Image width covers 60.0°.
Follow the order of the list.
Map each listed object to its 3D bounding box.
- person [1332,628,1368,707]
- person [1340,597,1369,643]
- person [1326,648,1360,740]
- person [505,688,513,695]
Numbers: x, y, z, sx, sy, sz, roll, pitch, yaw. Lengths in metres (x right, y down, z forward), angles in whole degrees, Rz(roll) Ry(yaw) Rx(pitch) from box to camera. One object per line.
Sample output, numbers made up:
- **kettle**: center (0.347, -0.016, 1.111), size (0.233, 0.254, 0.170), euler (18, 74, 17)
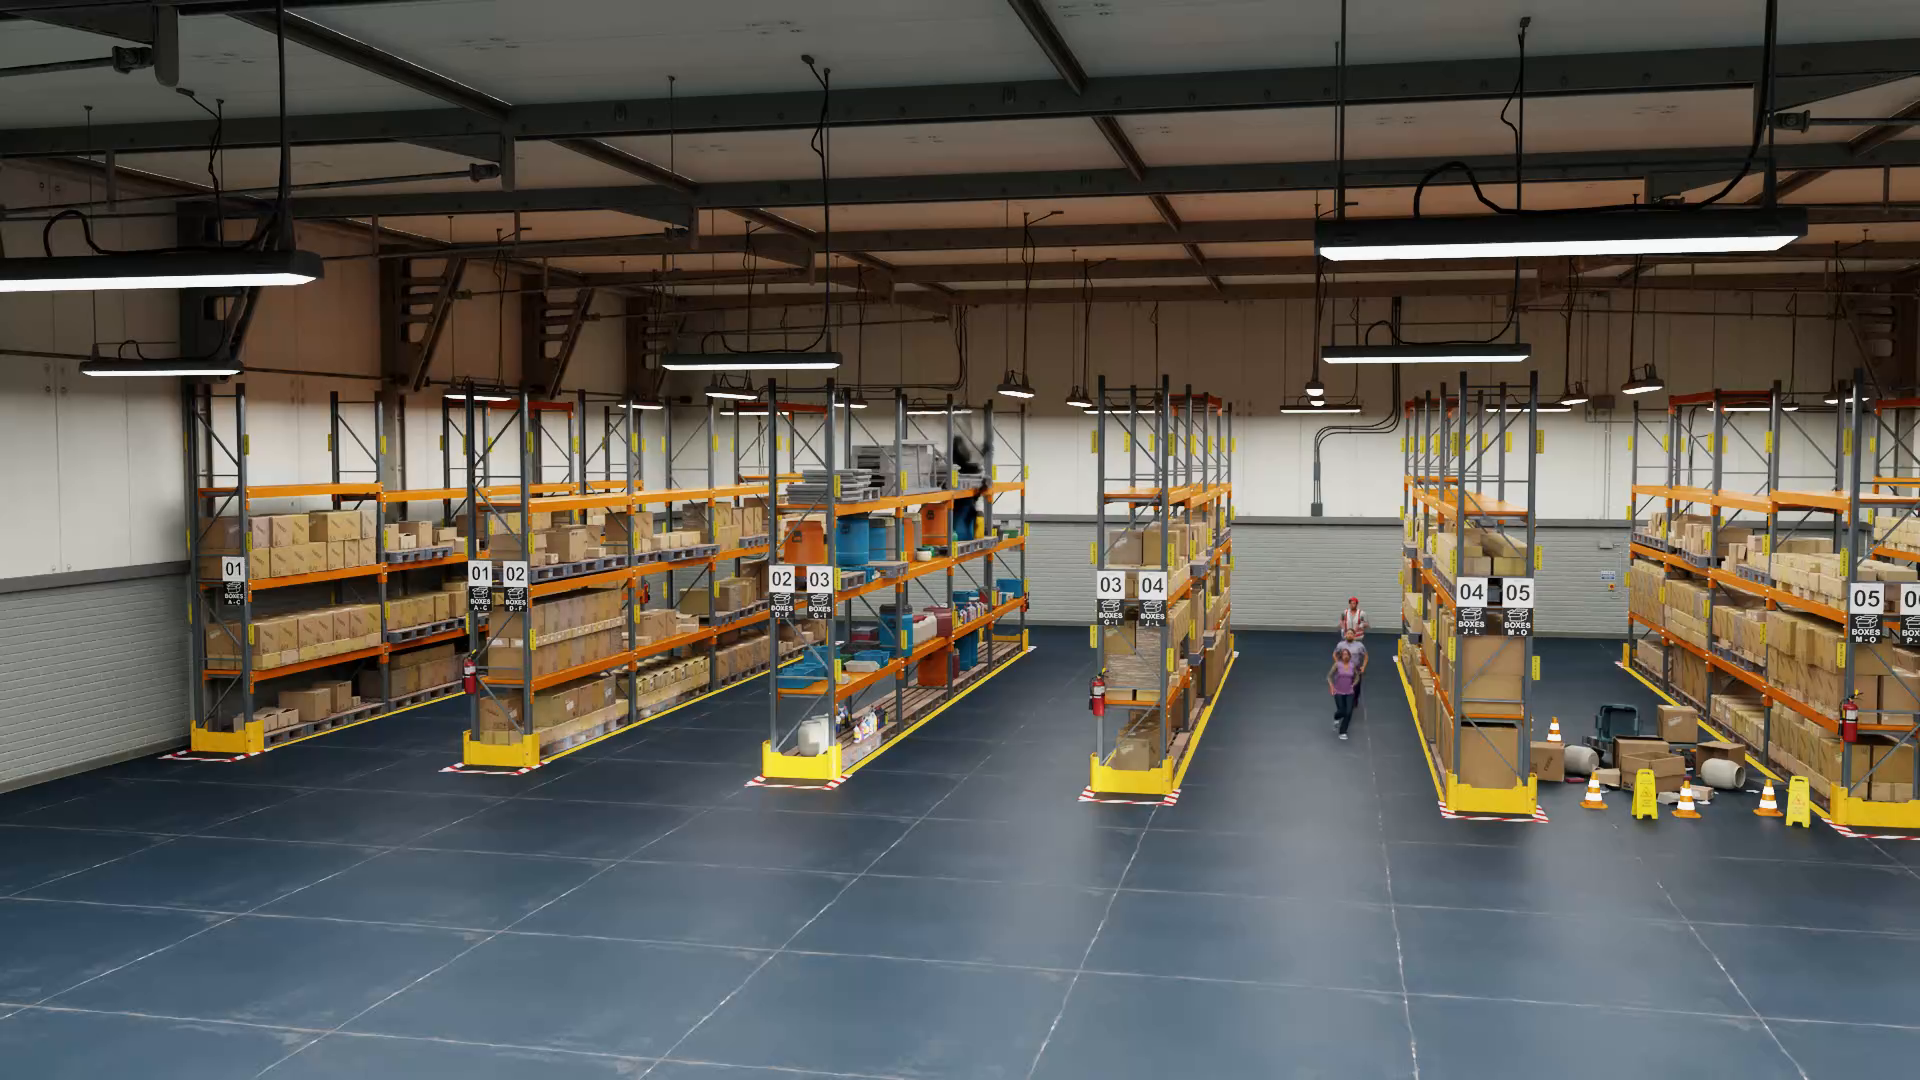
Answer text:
- **person**: center (7.253, 2.433, 30.921), size (0.646, 1.602, 0.630), euler (1, 3, 13)
- **person**: center (8.342, 2.114, 35.190), size (0.616, 1.833, 0.746), euler (1, 3, 14)
- **person**: center (6.525, 2.617, 28.272), size (0.549, 1.534, 0.556), euler (0, 3, -2)
- **person**: center (-7.868, 2.463, 29.367), size (0.564, 1.653, 0.970), euler (1, 3, 10)
